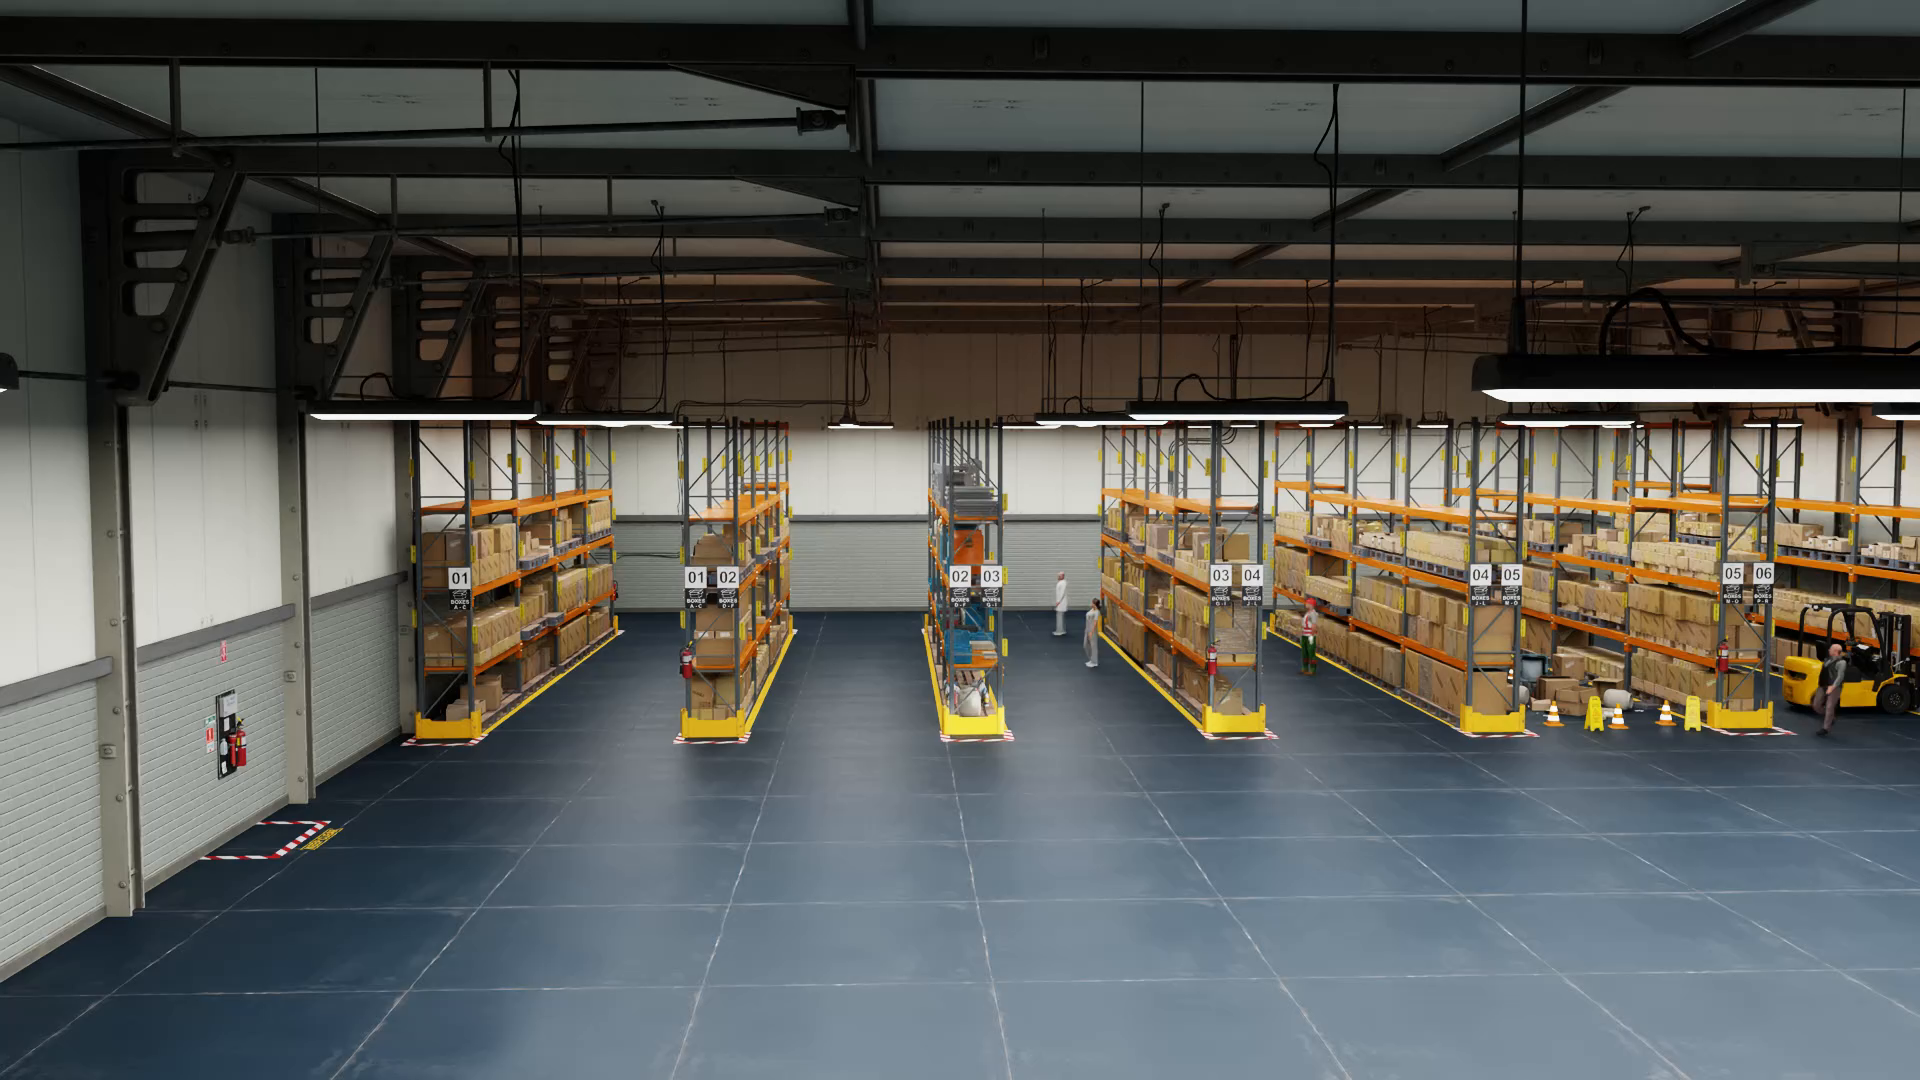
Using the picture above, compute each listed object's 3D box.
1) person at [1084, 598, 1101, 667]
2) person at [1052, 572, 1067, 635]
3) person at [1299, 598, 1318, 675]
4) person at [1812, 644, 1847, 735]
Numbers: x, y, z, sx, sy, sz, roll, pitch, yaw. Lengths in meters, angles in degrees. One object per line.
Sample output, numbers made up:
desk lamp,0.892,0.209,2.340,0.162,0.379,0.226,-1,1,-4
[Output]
person,3.194,2.244,40.490,0.402,1.658,0.542,-2,4,-23
person,2.791,1.781,46.644,0.419,1.794,0.605,0,4,5
person,8.209,2.264,39.145,0.402,1.795,0.593,-2,4,-23
person,16.407,2.817,31.445,0.609,1.704,0.596,-2,4,-26
